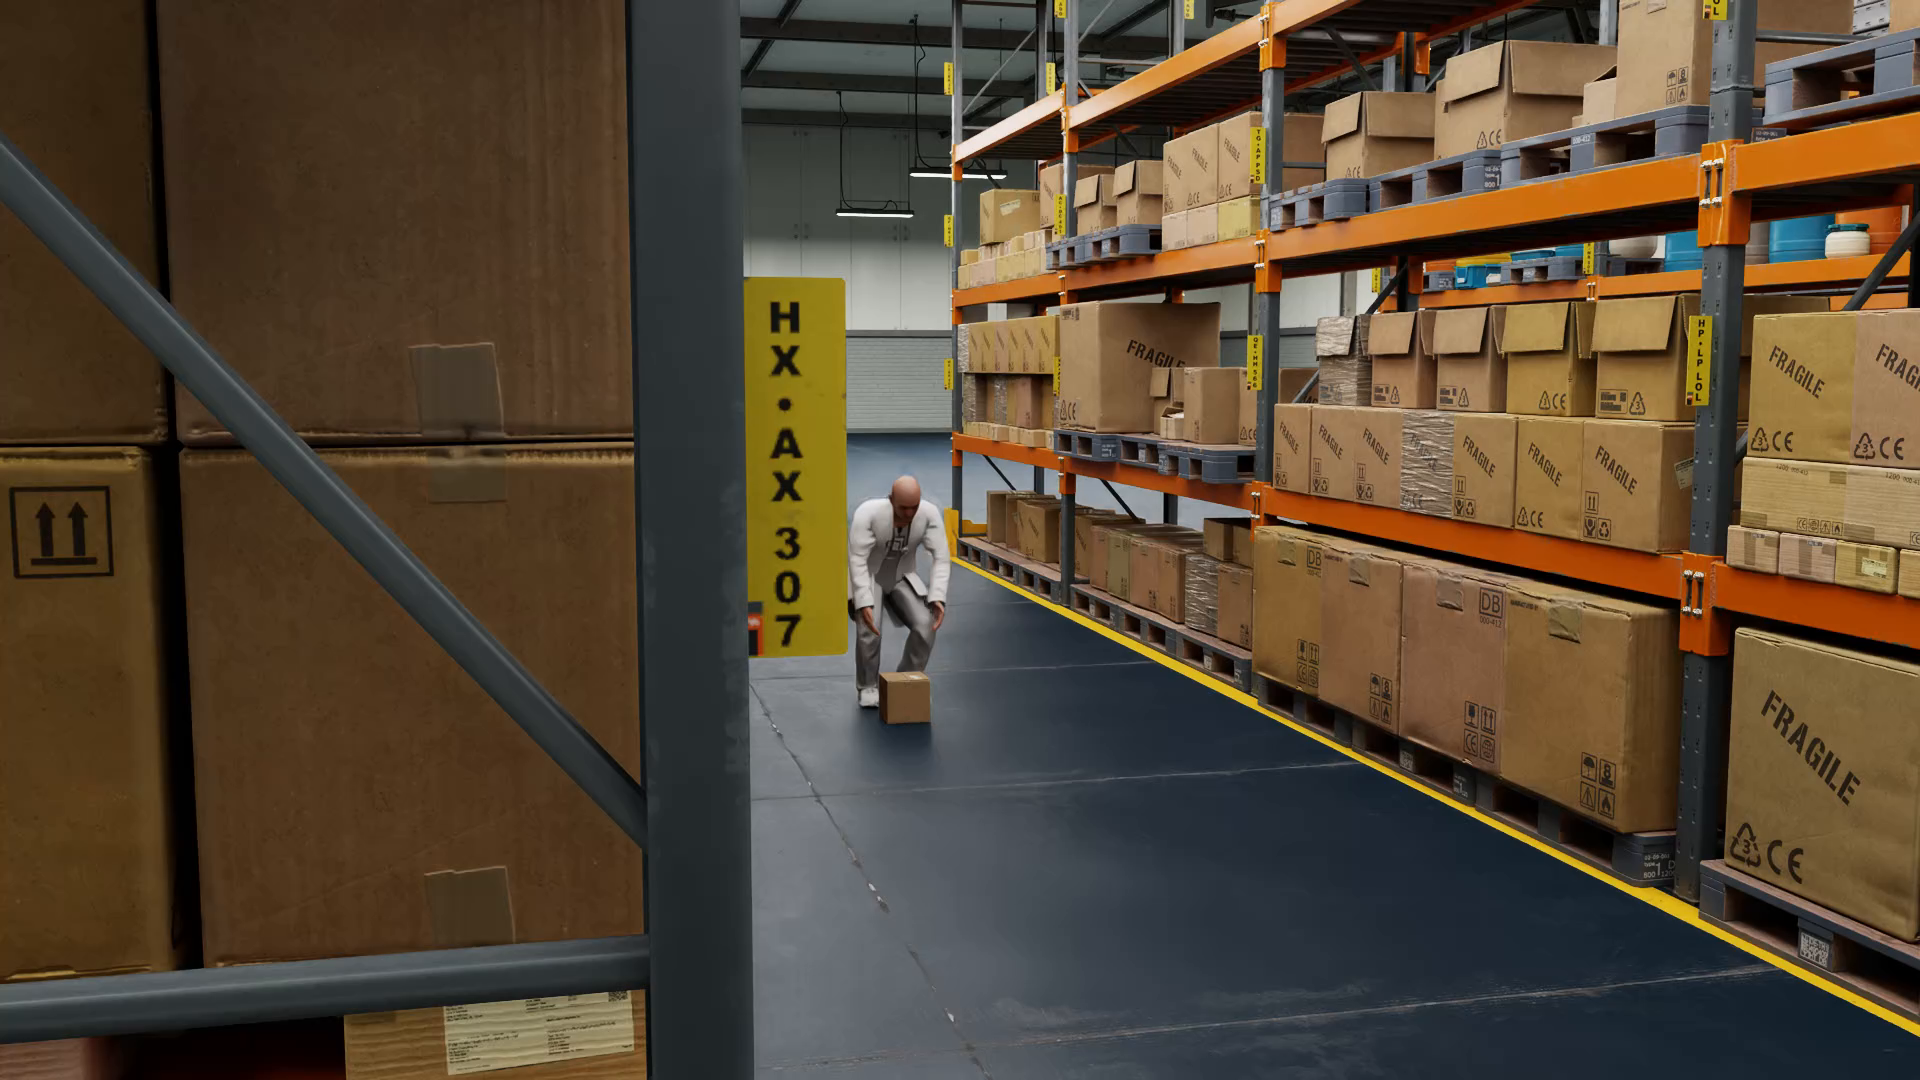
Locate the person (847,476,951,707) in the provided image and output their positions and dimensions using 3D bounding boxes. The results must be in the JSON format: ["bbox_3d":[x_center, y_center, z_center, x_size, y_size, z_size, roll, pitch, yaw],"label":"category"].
[{"bbox_3d":[-0.386,0.292,9.957,0.630,1.393,0.737,-1,6,-14],"label":"person"}]
